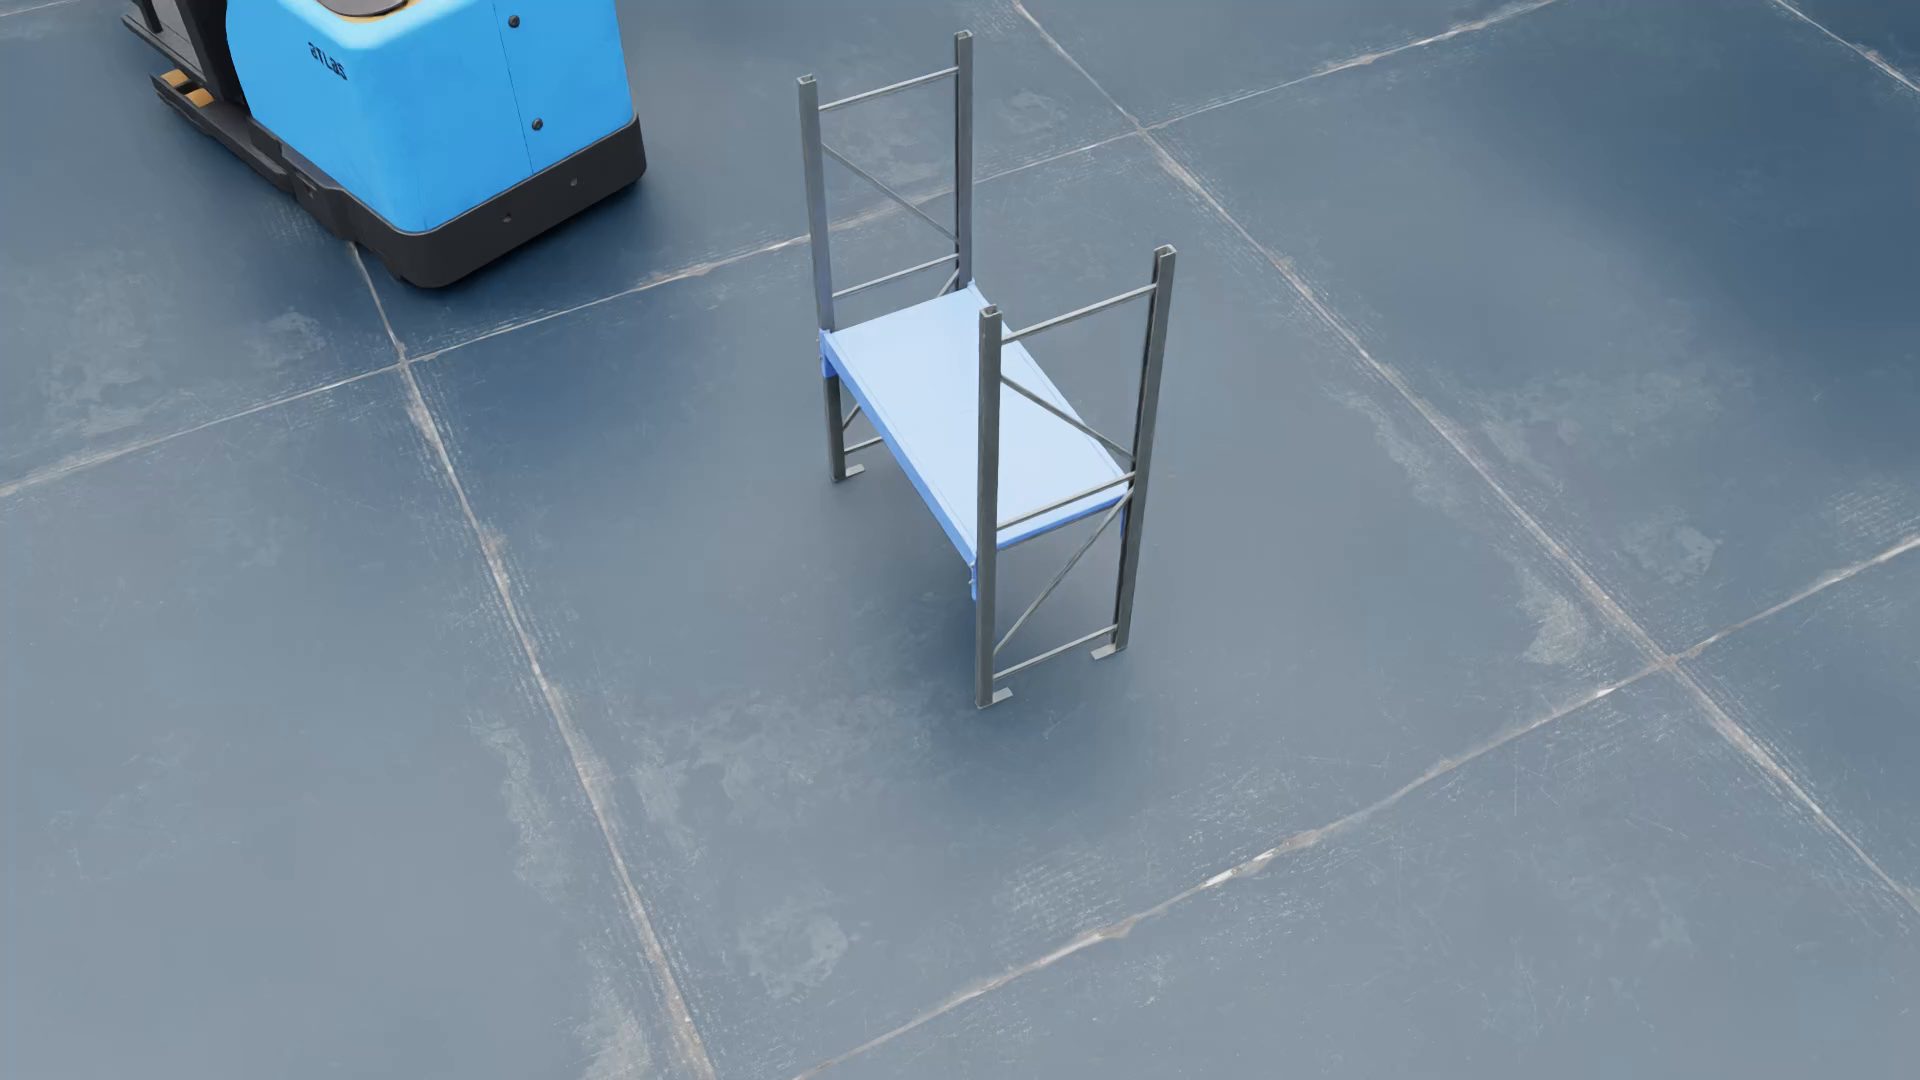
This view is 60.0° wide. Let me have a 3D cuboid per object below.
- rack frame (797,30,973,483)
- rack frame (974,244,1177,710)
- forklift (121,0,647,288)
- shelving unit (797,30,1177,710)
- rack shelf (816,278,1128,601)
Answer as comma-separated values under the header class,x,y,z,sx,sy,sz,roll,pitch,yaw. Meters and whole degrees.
class,x,y,z,sx,sy,sz,roll,pitch,yaw
rack frame,-0.194,-0.777,4.933,0.500,1.500,0.032,-21,52,-18
rack frame,0.272,-0.096,4.338,0.500,1.500,0.032,-21,52,-18
forklift,-2.619,-2.857,5.802,3.031,2.935,1.130,36,58,27
shelving unit,0.039,-0.437,4.636,0.538,1.500,1.048,-21,52,-18
rack shelf,0.039,-0.318,4.771,0.538,0.185,1.000,-21,52,-18
